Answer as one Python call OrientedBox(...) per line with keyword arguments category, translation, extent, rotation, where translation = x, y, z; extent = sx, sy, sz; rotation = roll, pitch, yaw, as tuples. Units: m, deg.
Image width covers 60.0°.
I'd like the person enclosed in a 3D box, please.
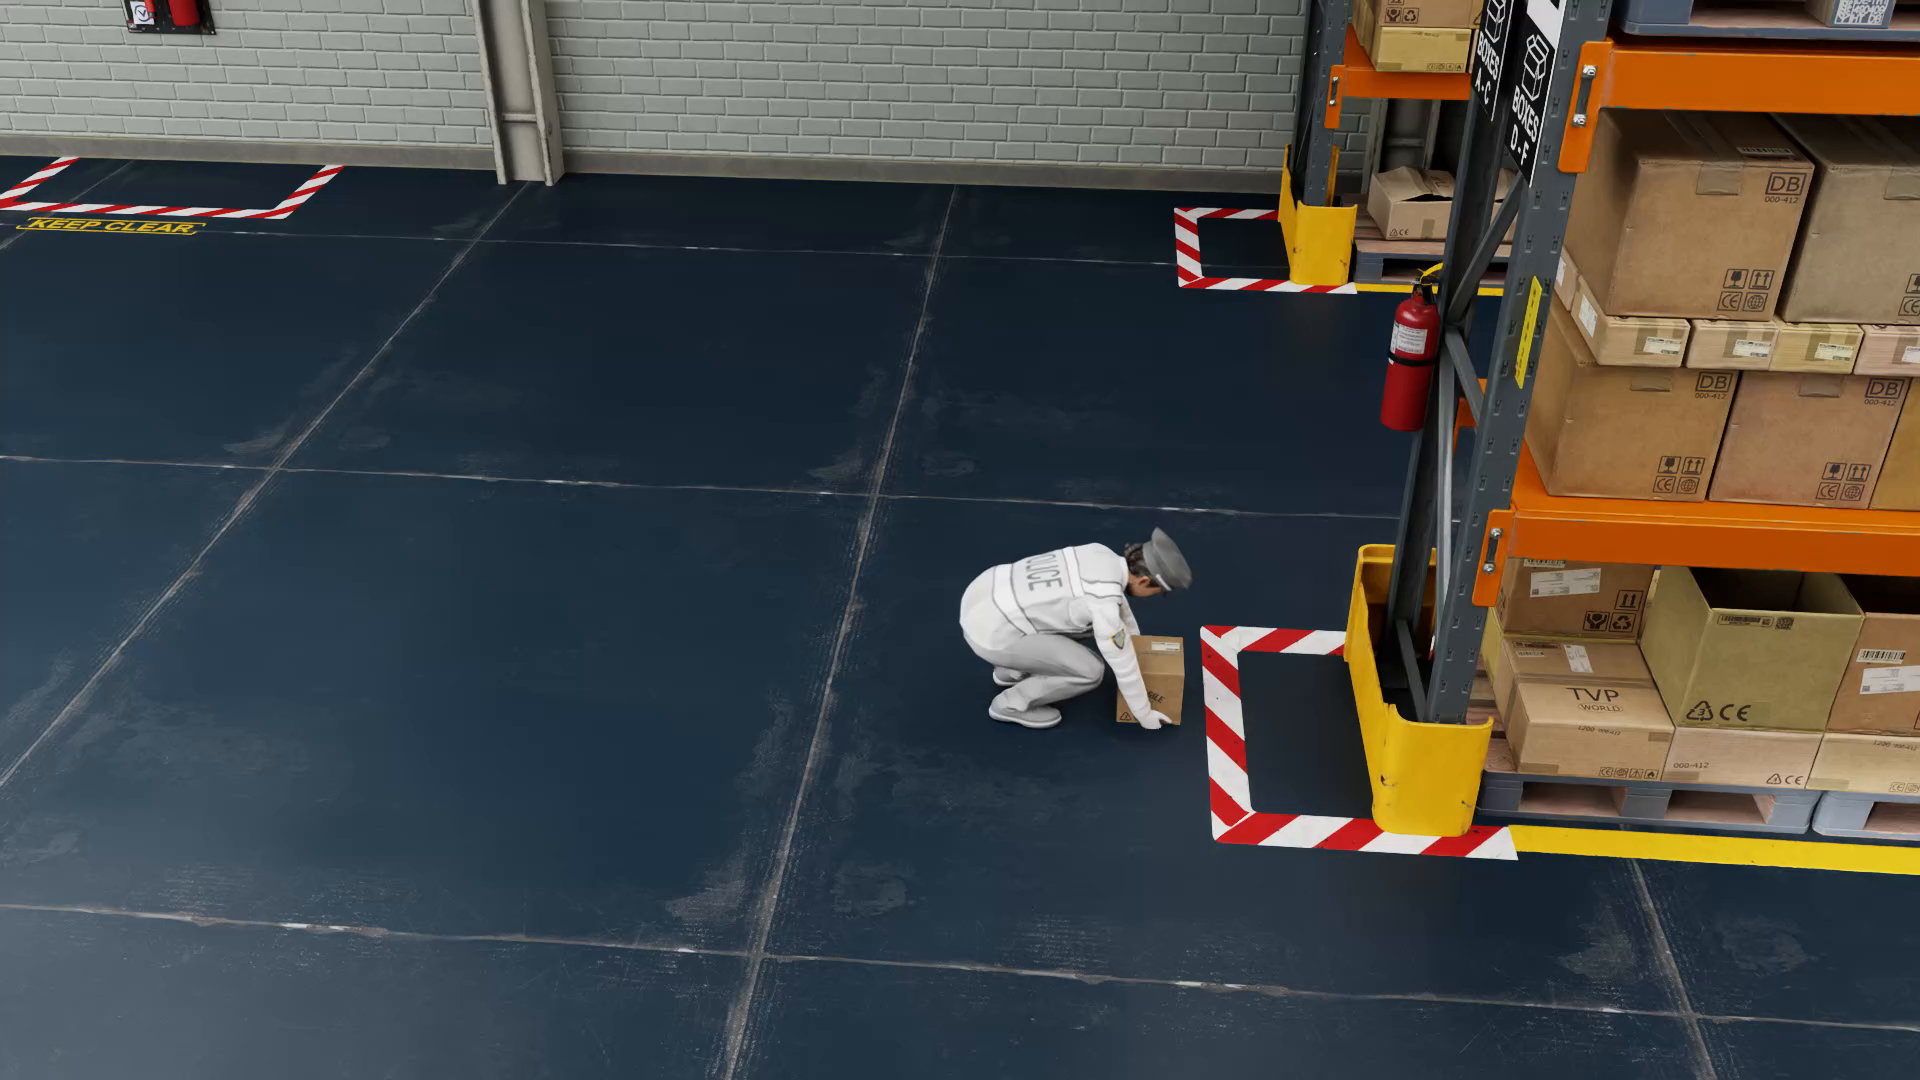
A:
OrientedBox(category="person", translation=(0.448, 0.348, 6.483), extent=(0.892, 0.840, 0.470), rotation=(2, 32, 3))
